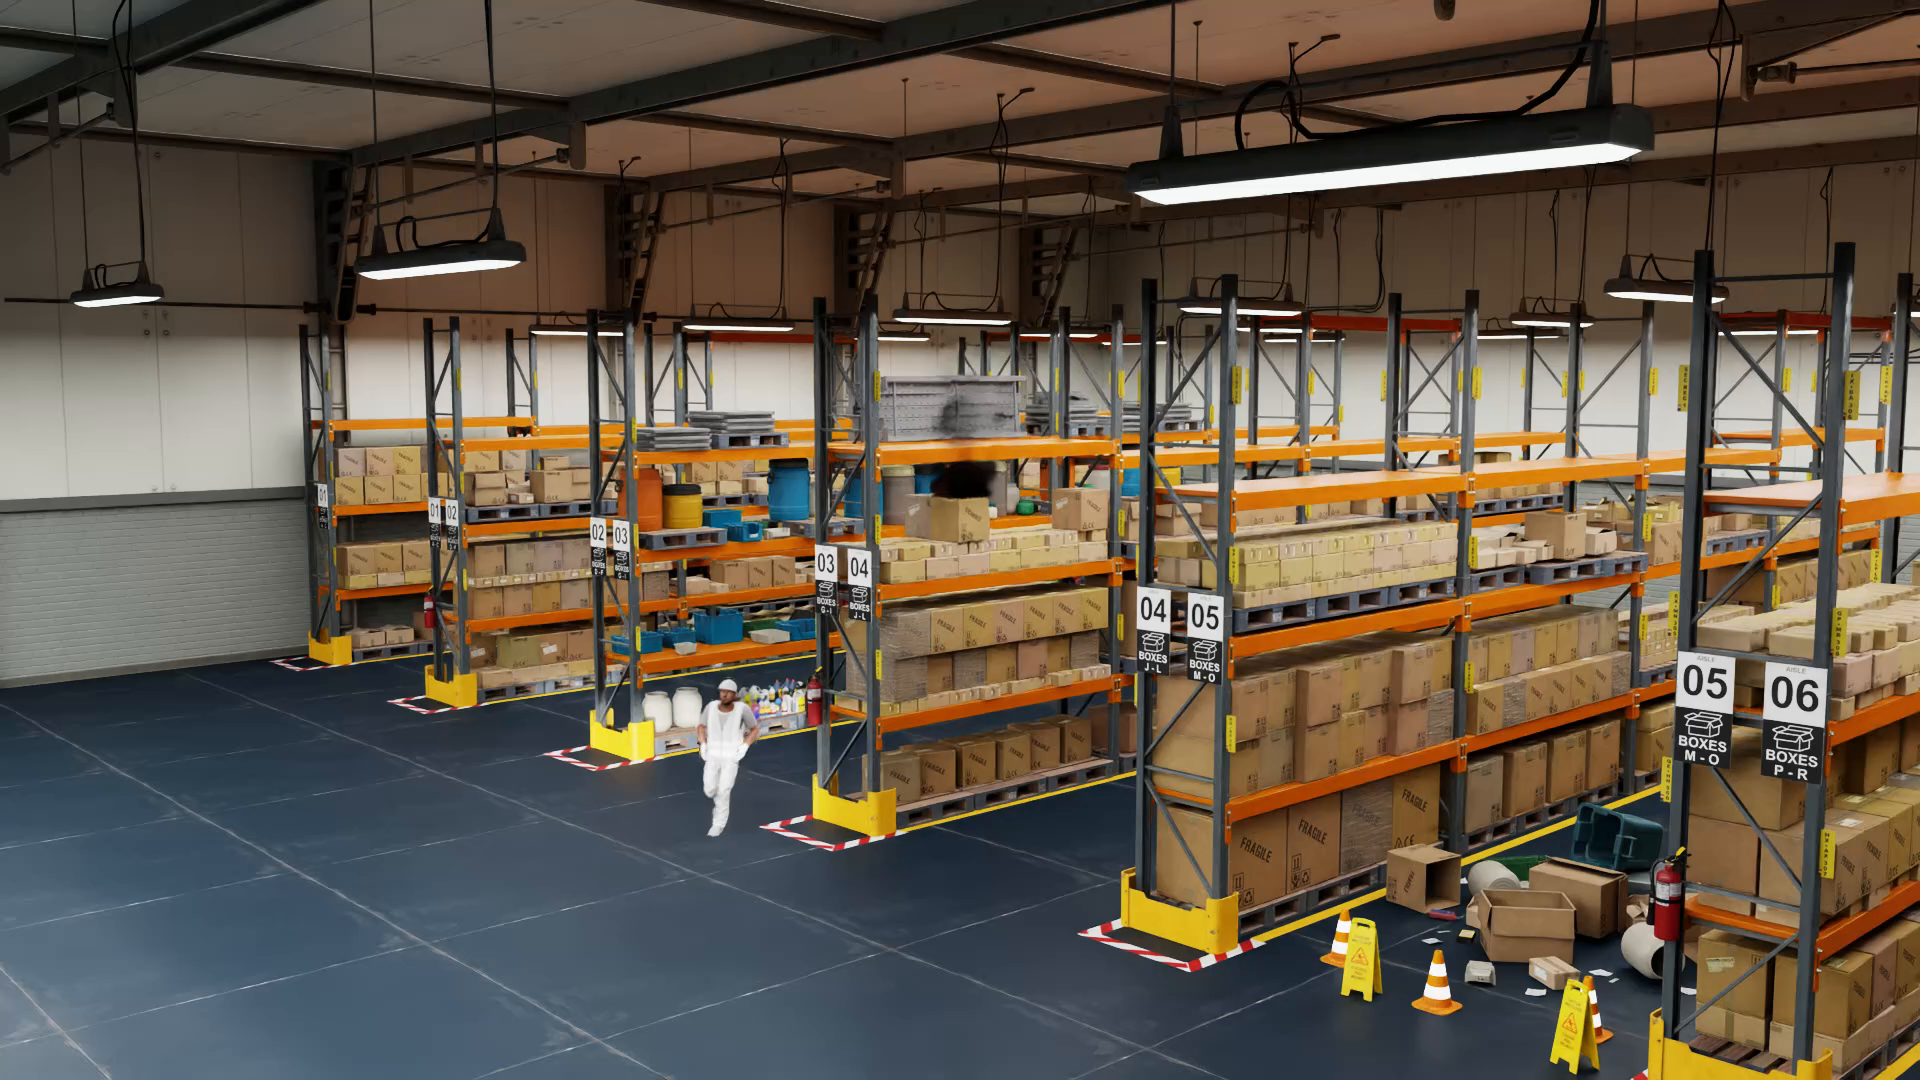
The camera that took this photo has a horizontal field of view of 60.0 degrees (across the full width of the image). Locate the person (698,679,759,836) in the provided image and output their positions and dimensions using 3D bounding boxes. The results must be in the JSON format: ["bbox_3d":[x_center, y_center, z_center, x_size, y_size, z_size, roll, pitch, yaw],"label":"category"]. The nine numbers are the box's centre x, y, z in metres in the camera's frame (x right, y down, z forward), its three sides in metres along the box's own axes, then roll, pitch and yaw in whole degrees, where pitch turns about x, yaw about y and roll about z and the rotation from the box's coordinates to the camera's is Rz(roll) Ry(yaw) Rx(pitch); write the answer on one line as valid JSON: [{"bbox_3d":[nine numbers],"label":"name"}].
[{"bbox_3d":[-2.615,2.420,18.767,0.701,1.757,0.624,1,6,8],"label":"person"}]

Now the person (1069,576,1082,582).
[{"bbox_3d":[2.111,1.063,32.458,0.663,1.691,0.634,4,7,36],"label":"person"}]
